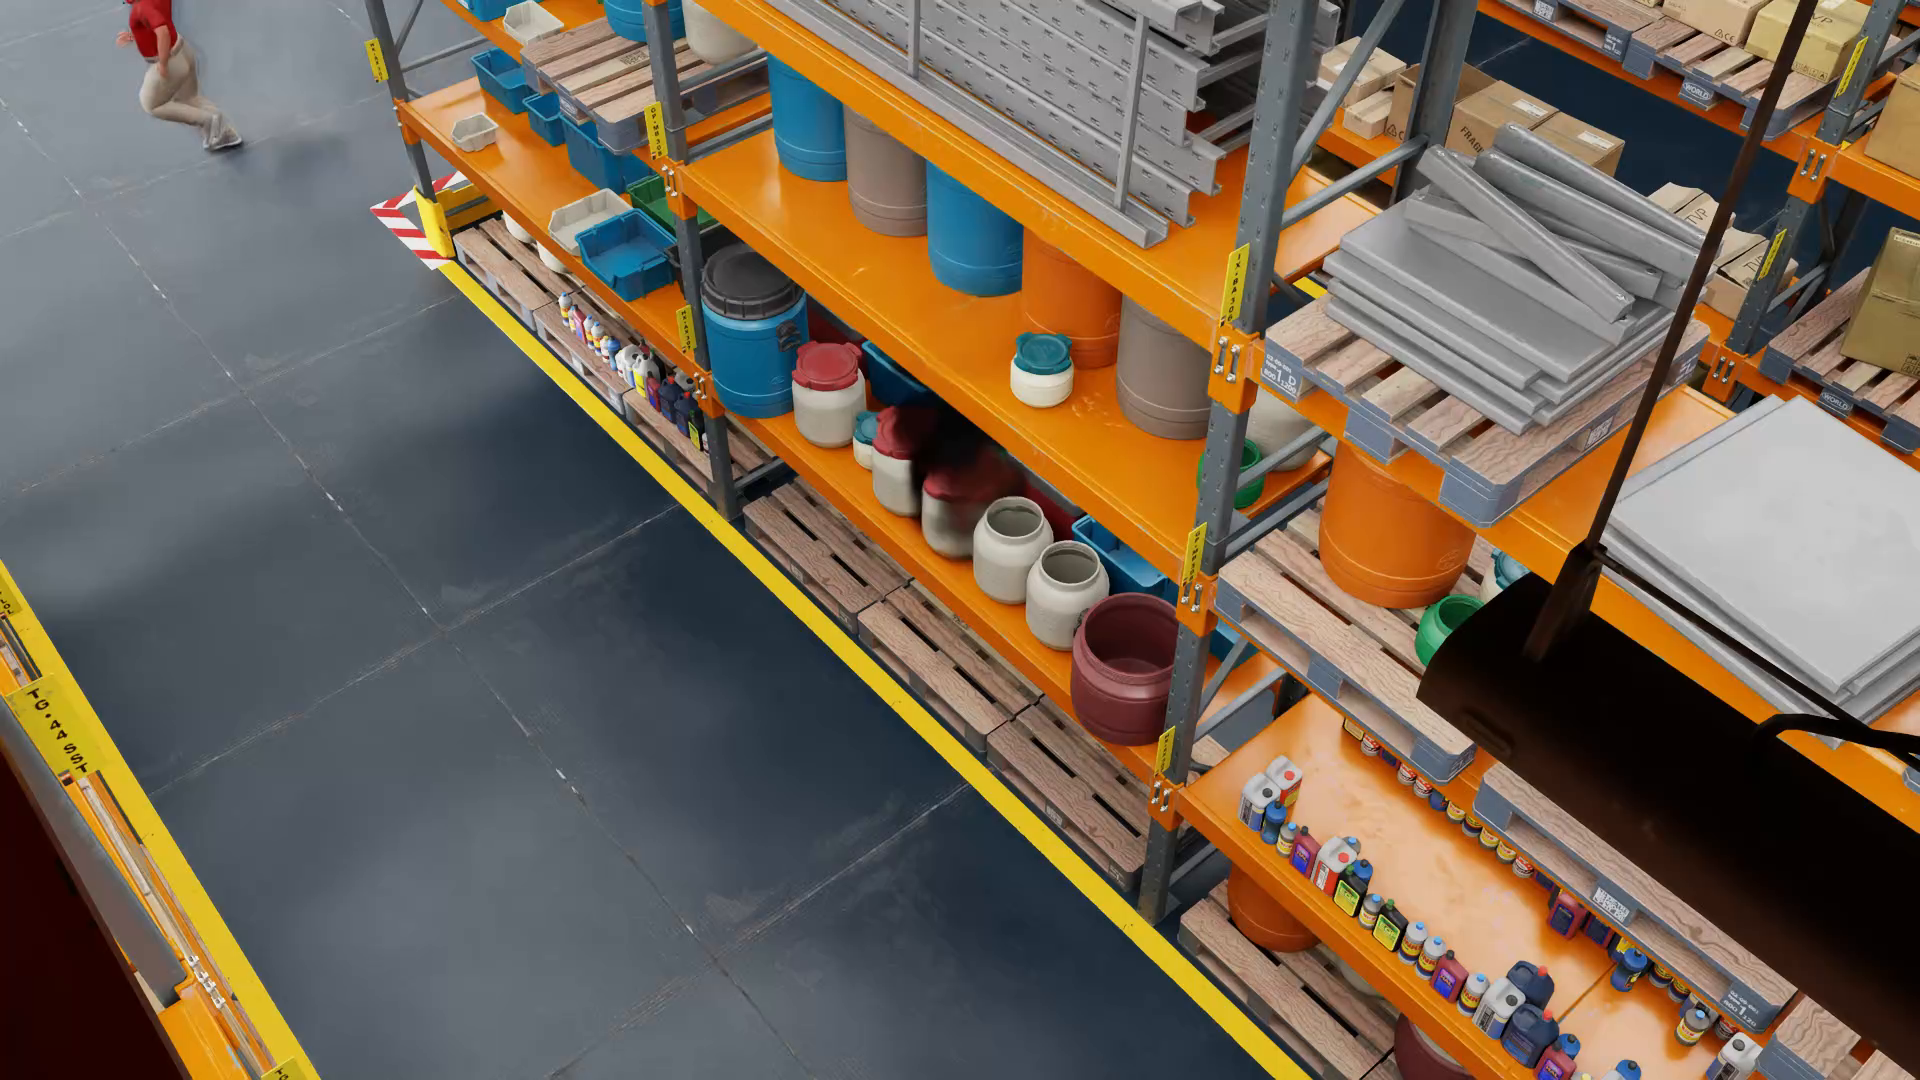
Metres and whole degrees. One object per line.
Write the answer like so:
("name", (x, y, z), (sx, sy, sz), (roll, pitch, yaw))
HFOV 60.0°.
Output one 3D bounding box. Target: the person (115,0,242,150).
("person", (-6.471, -3.874, 13.501), (0.703, 1.682, 0.689), (-2, 47, -2))
